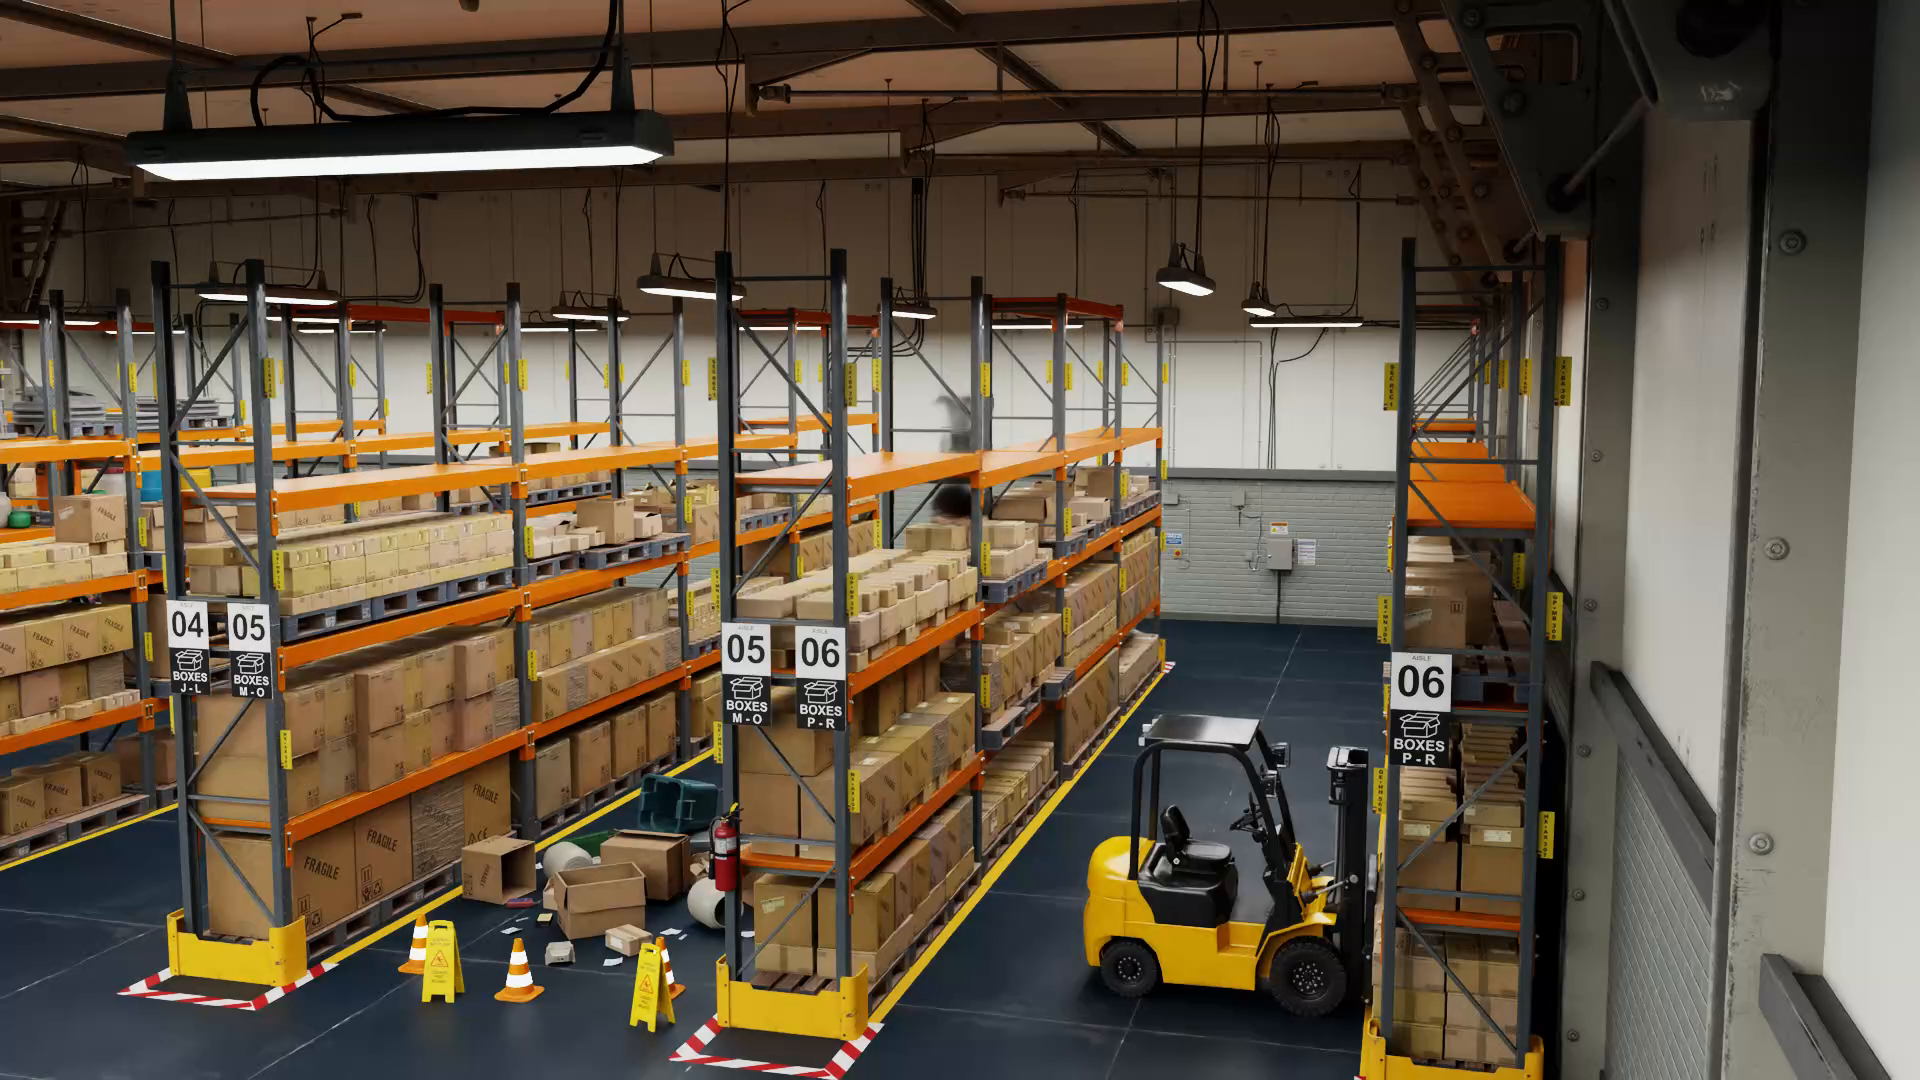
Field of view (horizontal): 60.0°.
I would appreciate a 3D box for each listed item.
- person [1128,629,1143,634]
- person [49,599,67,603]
[{"bbox_3d":[2.937,1.198,29.366,0.774,1.772,0.730,4,7,34],"label":"person"},{"bbox_3d":[-14.486,1.444,26.617,0.642,1.829,0.850,1,6,8],"label":"person"}]
